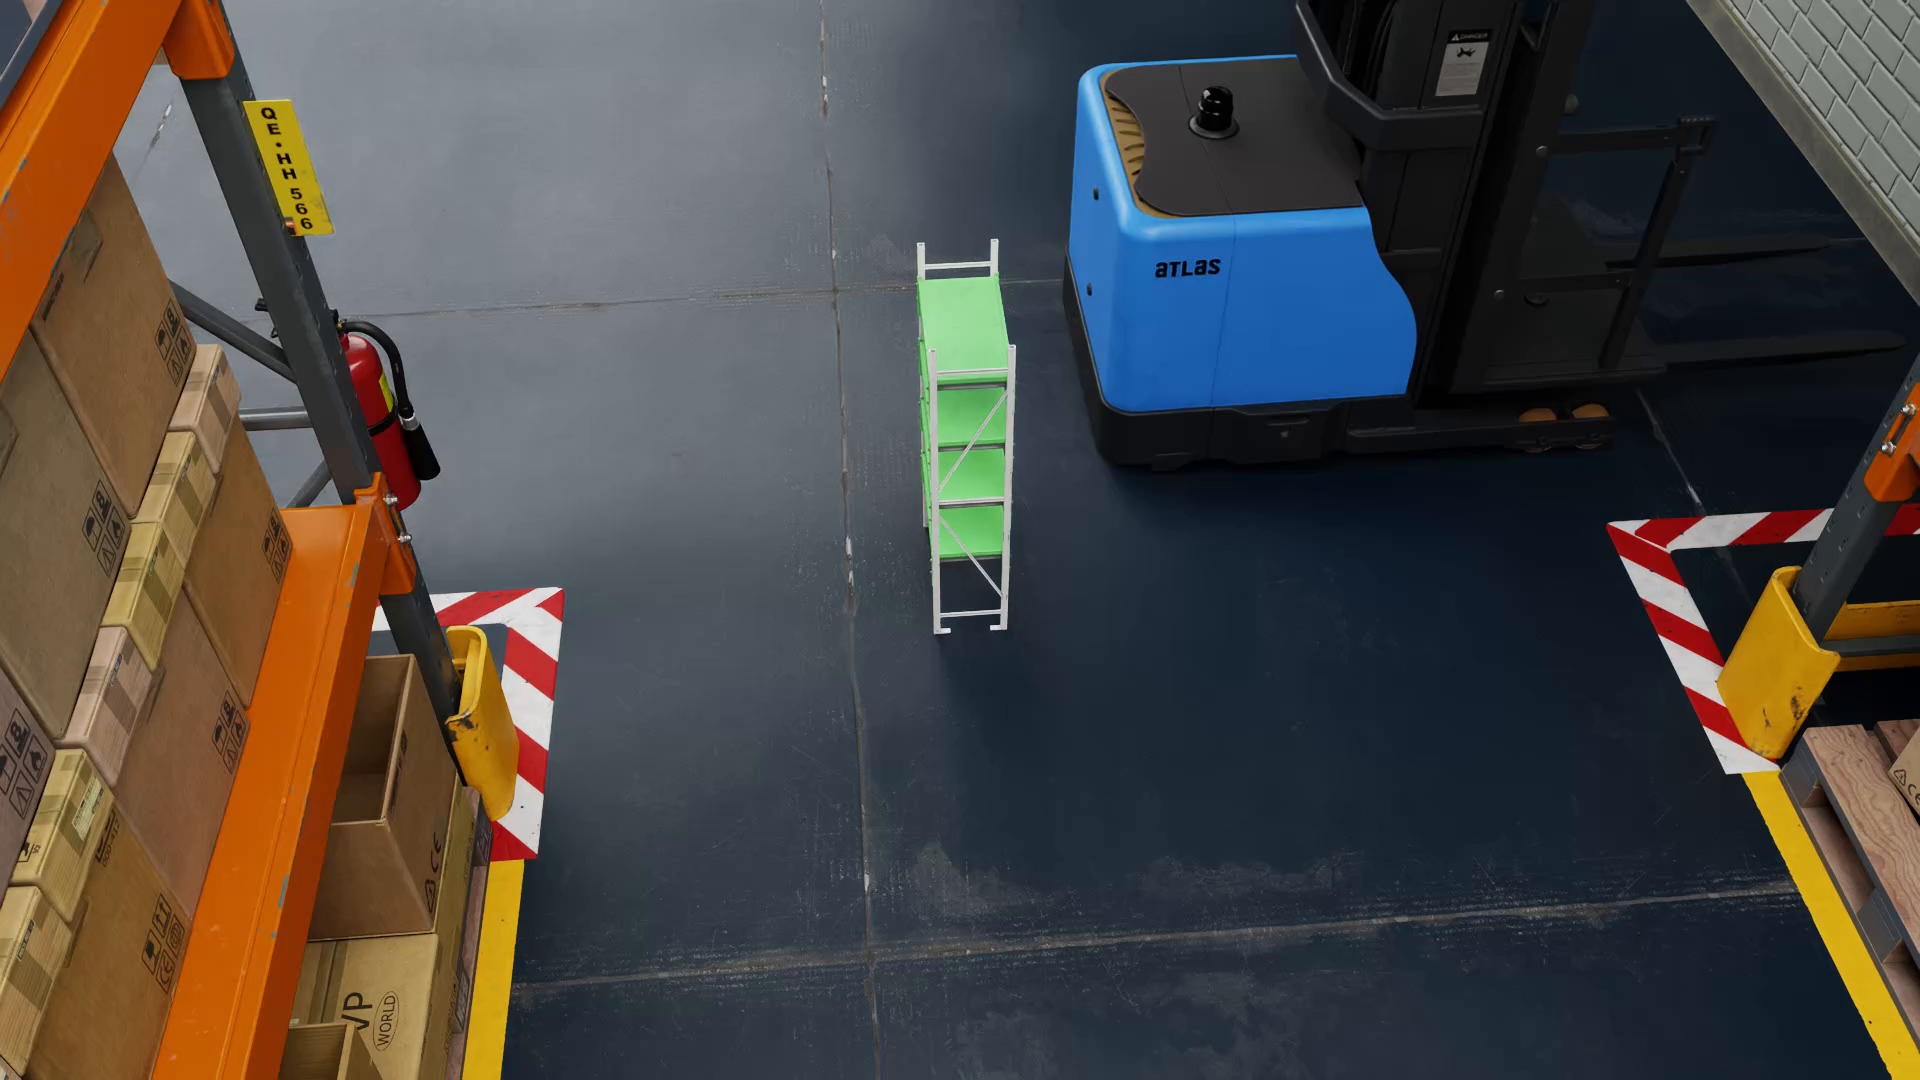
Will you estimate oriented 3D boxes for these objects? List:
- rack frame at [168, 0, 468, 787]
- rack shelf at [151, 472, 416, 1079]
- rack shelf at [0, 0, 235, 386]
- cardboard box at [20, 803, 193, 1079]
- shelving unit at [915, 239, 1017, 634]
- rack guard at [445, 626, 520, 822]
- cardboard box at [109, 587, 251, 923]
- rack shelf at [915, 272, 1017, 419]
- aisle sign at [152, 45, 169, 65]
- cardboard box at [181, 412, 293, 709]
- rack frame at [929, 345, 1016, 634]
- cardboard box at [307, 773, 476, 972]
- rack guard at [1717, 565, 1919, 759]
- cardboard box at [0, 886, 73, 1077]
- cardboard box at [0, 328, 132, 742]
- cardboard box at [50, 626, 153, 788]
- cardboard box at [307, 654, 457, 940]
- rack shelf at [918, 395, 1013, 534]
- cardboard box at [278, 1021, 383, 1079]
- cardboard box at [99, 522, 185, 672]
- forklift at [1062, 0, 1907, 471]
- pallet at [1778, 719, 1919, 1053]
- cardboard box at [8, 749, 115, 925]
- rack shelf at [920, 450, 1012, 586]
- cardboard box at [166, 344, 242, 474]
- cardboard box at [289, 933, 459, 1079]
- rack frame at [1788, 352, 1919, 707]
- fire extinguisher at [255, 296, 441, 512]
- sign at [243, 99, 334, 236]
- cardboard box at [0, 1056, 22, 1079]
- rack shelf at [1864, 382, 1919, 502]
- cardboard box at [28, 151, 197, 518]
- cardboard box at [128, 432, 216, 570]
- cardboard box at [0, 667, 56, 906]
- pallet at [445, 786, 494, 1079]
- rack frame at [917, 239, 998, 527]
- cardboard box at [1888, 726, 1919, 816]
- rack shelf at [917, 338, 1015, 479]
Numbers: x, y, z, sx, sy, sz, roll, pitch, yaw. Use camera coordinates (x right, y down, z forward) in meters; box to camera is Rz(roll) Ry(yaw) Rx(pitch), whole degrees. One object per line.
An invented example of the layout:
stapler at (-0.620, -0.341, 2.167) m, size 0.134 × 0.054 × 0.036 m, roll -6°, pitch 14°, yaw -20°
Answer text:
rack frame at (-1.935, -0.265, 3.935) m, size 1.000 × 3.000 × 0.127 m, roll -3°, pitch 47°, yaw -3°
rack shelf at (-1.768, 1.429, 2.826) m, size 1.077 × 0.370 × 4.000 m, roll -3°, pitch 47°, yaw -3°
rack shelf at (-1.768, 0.398, 1.737) m, size 1.077 × 0.370 × 4.000 m, roll -3°, pitch 47°, yaw -3°
cardboard box at (-1.824, 0.778, 2.878) m, size 0.700 × 0.500 × 0.500 m, roll -3°, pitch 47°, yaw -3°
shelving unit at (0.014, -0.293, 5.201) m, size 0.258 × 1.200 × 0.503 m, roll -3°, pitch 47°, yaw -3°
rack guard at (-1.937, 0.577, 4.859) m, size 1.175 × 0.500 × 0.348 m, roll -3°, pitch 47°, yaw -3°
cardboard box at (-1.860, 0.419, 3.219) m, size 0.700 × 0.500 × 0.500 m, roll -2°, pitch 47°, yaw -2°
rack shelf at (0.014, -0.579, 4.899) m, size 0.258 × 0.148 × 0.480 m, roll -3°, pitch 47°, yaw -3°
aisle sign at (-1.648, -1.225, 3.053) m, size 0.394 × 0.787 × 0.004 m, roll -3°, pitch 47°, yaw -3°
cardboard box at (-1.909, 0.039, 3.578) m, size 0.700 × 0.500 × 0.500 m, roll -3°, pitch 47°, yaw -3°
rack frame at (0.034, -0.116, 5.034) m, size 0.240 × 1.200 × 0.015 m, roll -3°, pitch 47°, yaw -3°
cardboard box at (-1.596, 0.906, 4.431) m, size 0.500 × 0.250 × 0.500 m, roll -3°, pitch 47°, yaw -3°
rack guard at (3.007, 0.345, 5.078) m, size 1.175 × 0.500 × 0.348 m, roll -3°, pitch 47°, yaw -3°
cardboard box at (-1.603, 0.679, 2.525) m, size 0.380 × 0.149 × 0.250 m, roll -2°, pitch 47°, yaw -2°
cardboard box at (-1.855, 0.011, 2.711) m, size 0.700 × 0.500 × 0.500 m, roll -5°, pitch 47°, yaw -4°
cardboard box at (-1.650, 0.299, 2.886) m, size 0.380 × 0.149 × 0.250 m, roll -3°, pitch 47°, yaw -3°
cardboard box at (-1.594, 0.648, 4.158) m, size 0.500 × 0.500 × 0.500 m, roll -3°, pitch 47°, yaw -3°
rack shelf at (0.014, -0.249, 5.247) m, size 0.258 × 0.148 × 0.480 m, roll -3°, pitch 47°, yaw -3°
cardboard box at (-1.495, 1.371, 3.474) m, size 0.500 × 0.500 × 0.500 m, roll -3°, pitch 47°, yaw -3°
cardboard box at (-1.668, 0.116, 3.058) m, size 0.380 × 0.149 × 0.250 m, roll -4°, pitch 47°, yaw -4°
forklift at (1.954, -1.706, 5.347) m, size 3.031 × 2.935 × 1.130 m, roll -4°, pitch 47°, yaw -4°
pallet at (3.040, 1.035, 4.625) m, size 1.003 × 0.211 × 1.213 m, roll -3°, pitch 47°, yaw -3°
cardboard box at (-1.627, 0.489, 2.706) m, size 0.380 × 0.149 × 0.250 m, roll -2°, pitch 47°, yaw -2°
rack shelf at (0.014, -0.084, 5.422) m, size 0.258 × 0.148 × 0.480 m, roll -3°, pitch 47°, yaw -3°
cardboard box at (-1.713, -0.258, 3.413) m, size 0.380 × 0.149 × 0.250 m, roll -4°, pitch 47°, yaw -4°
cardboard box at (-1.542, 1.267, 4.089) m, size 0.500 × 0.250 × 0.500 m, roll -3°, pitch 47°, yaw -3°
rack frame at (3.001, -0.569, 4.223) m, size 1.000 × 3.000 × 0.127 m, roll -3°, pitch 47°, yaw -3°
fire extinguisher at (-1.482, -0.352, 4.071) m, size 0.296 × 0.674 × 0.183 m, roll -3°, pitch 47°, yaw -3°
sign at (-1.393, -0.768, 3.451) m, size 0.100 × 0.325 × 0.005 m, roll -3°, pitch 47°, yaw -3°
cardboard box at (-1.581, 0.864, 2.350) m, size 0.380 × 0.149 × 0.250 m, roll -4°, pitch 47°, yaw -4°
rack shelf at (3.168, 1.125, 3.114) m, size 1.077 × 0.370 × 4.000 m, roll -3°, pitch 47°, yaw -3°
cardboard box at (-1.904, -0.369, 3.071) m, size 0.700 × 0.500 × 0.500 m, roll -3°, pitch 47°, yaw -3°
cardboard box at (-1.690, -0.069, 3.233) m, size 0.380 × 0.149 × 0.250 m, roll -2°, pitch 47°, yaw -2°
cardboard box at (-1.812, 0.376, 2.366) m, size 0.700 × 0.500 × 0.500 m, roll -3°, pitch 47°, yaw -3°
pallet at (-1.829, 1.244, 4.426) m, size 1.003 × 0.211 × 1.213 m, roll -3°, pitch 47°, yaw -3°
rack frame at (-0.007, -0.469, 5.368) m, size 0.240 × 1.200 × 0.015 m, roll -3°, pitch 47°, yaw -3°
cardboard box at (2.969, 0.710, 4.560) m, size 0.500 × 0.311 × 0.500 m, roll -8°, pitch 47°, yaw -8°
rack shelf at (0.014, -0.414, 5.073) m, size 0.258 × 0.148 × 0.480 m, roll -3°, pitch 47°, yaw -3°
